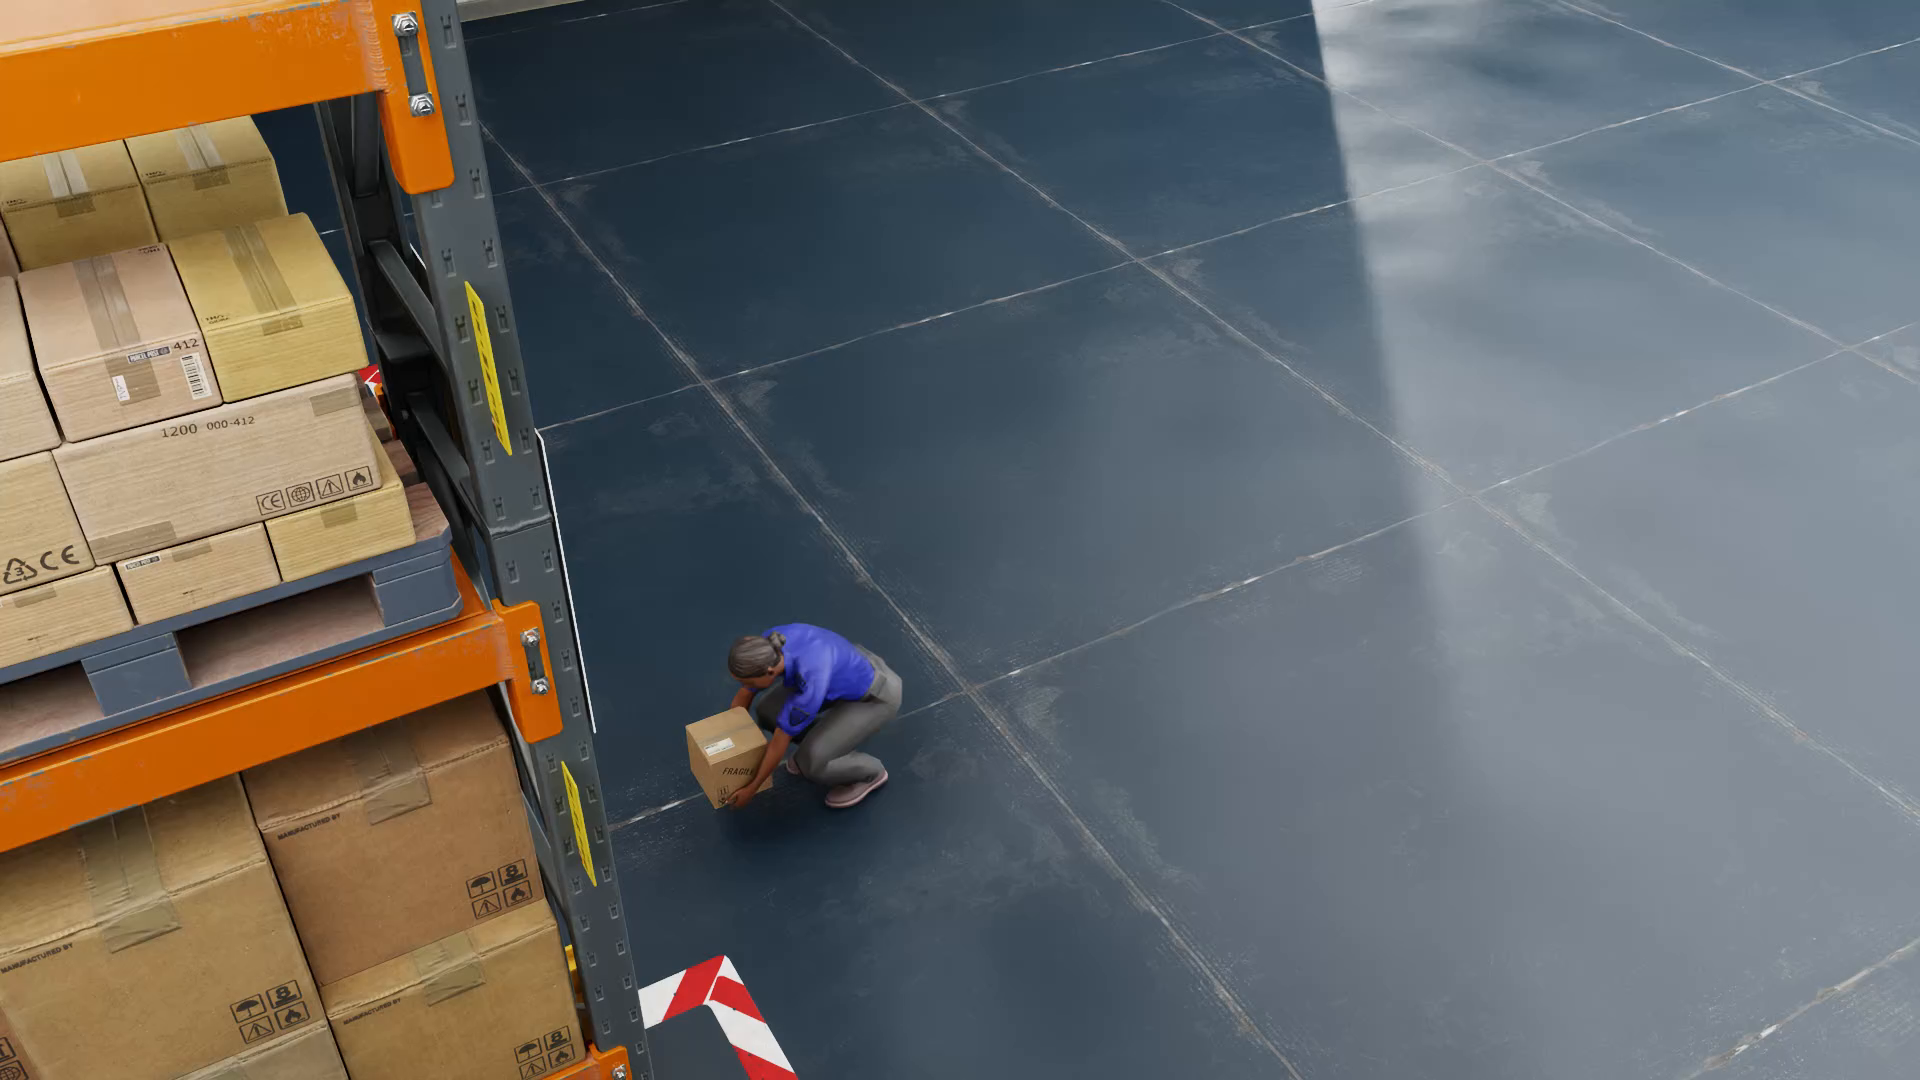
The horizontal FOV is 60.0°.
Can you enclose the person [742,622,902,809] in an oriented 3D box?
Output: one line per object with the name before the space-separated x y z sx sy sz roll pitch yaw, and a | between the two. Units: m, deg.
person | -0.531 0.664 6.732 0.618 0.855 0.455 -20 41 -25
